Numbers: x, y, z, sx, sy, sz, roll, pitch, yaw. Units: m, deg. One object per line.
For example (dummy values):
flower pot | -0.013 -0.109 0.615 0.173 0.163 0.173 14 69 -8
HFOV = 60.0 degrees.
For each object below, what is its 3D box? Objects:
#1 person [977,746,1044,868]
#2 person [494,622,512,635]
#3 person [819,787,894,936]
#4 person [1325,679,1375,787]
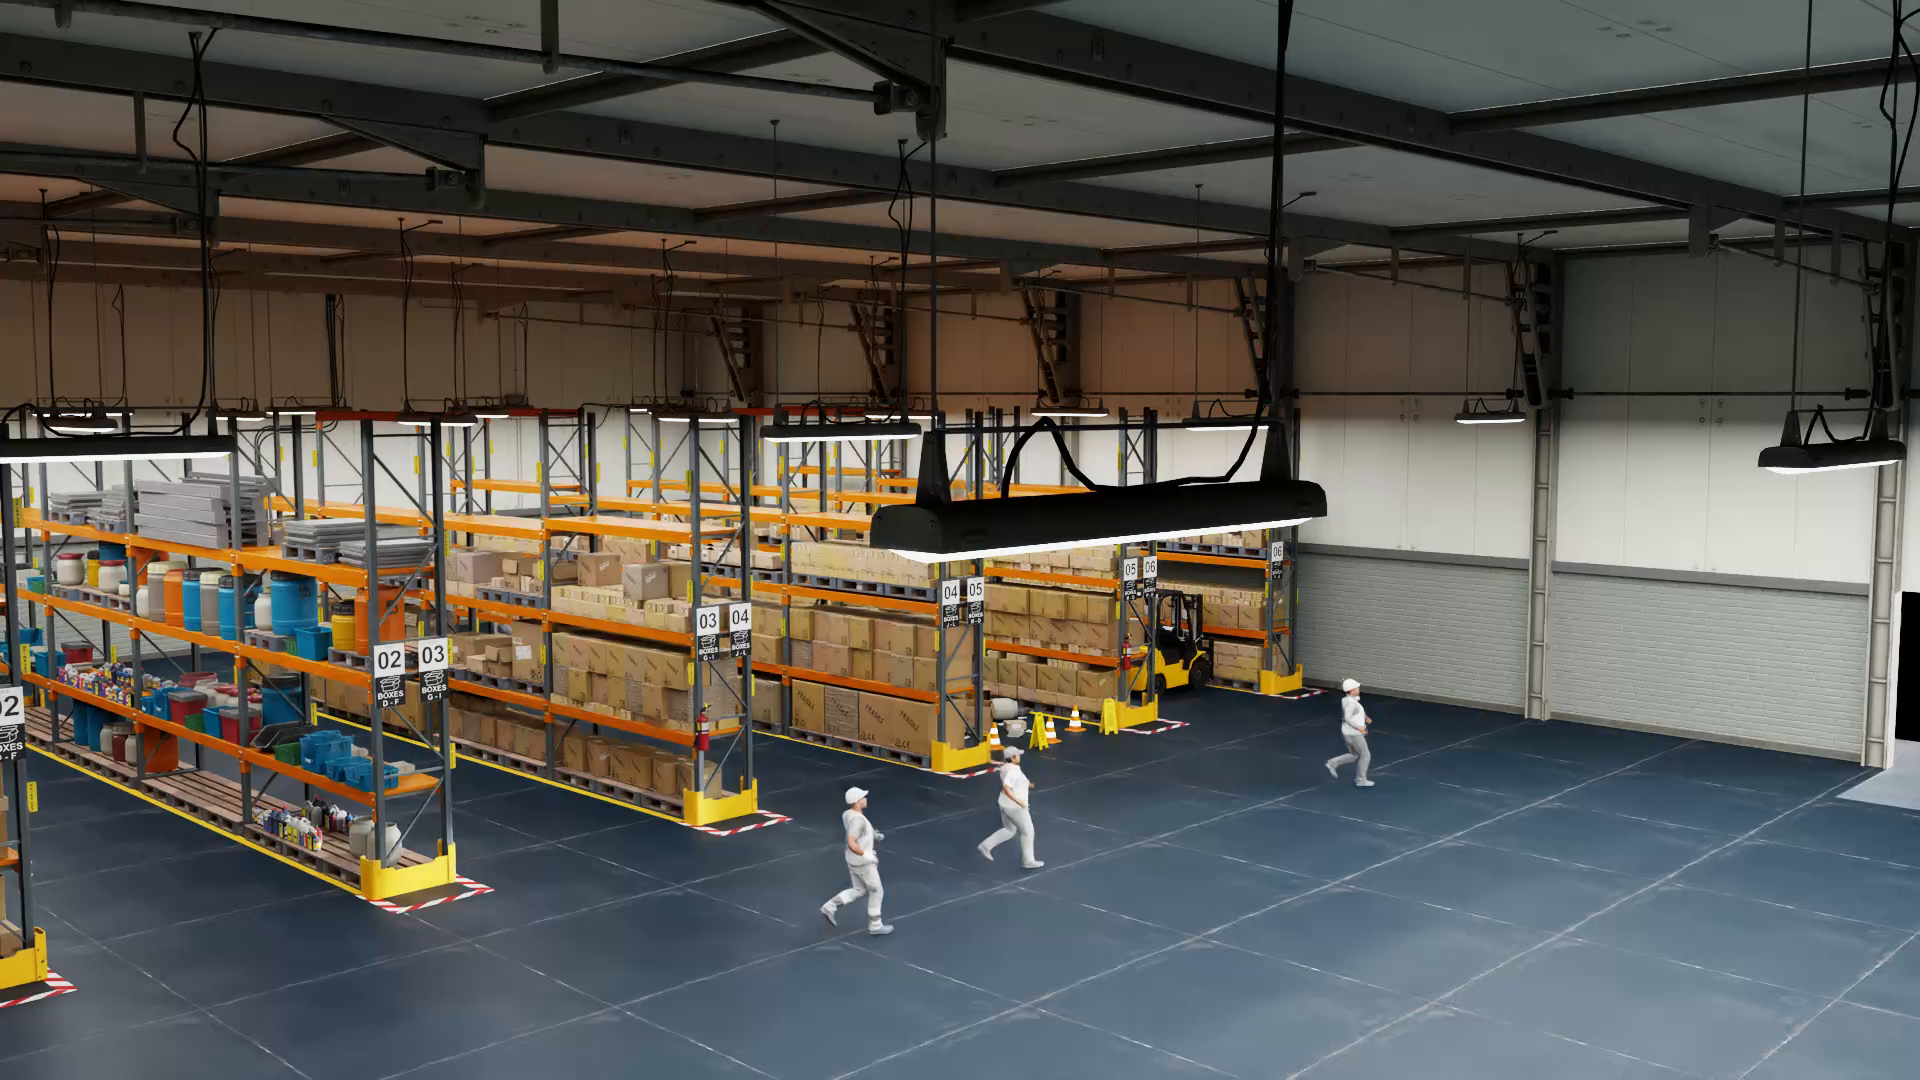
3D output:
person | 0.686 3.554 22.097 0.877 1.629 0.619 -1 5 -16
person | -11.369 1.802 41.156 0.735 1.787 1.113 4 7 39
person | -1.194 3.742 19.333 0.867 1.760 0.669 -2 5 -18
person | 6.312 3.099 26.748 0.745 1.736 0.667 0 5 3
